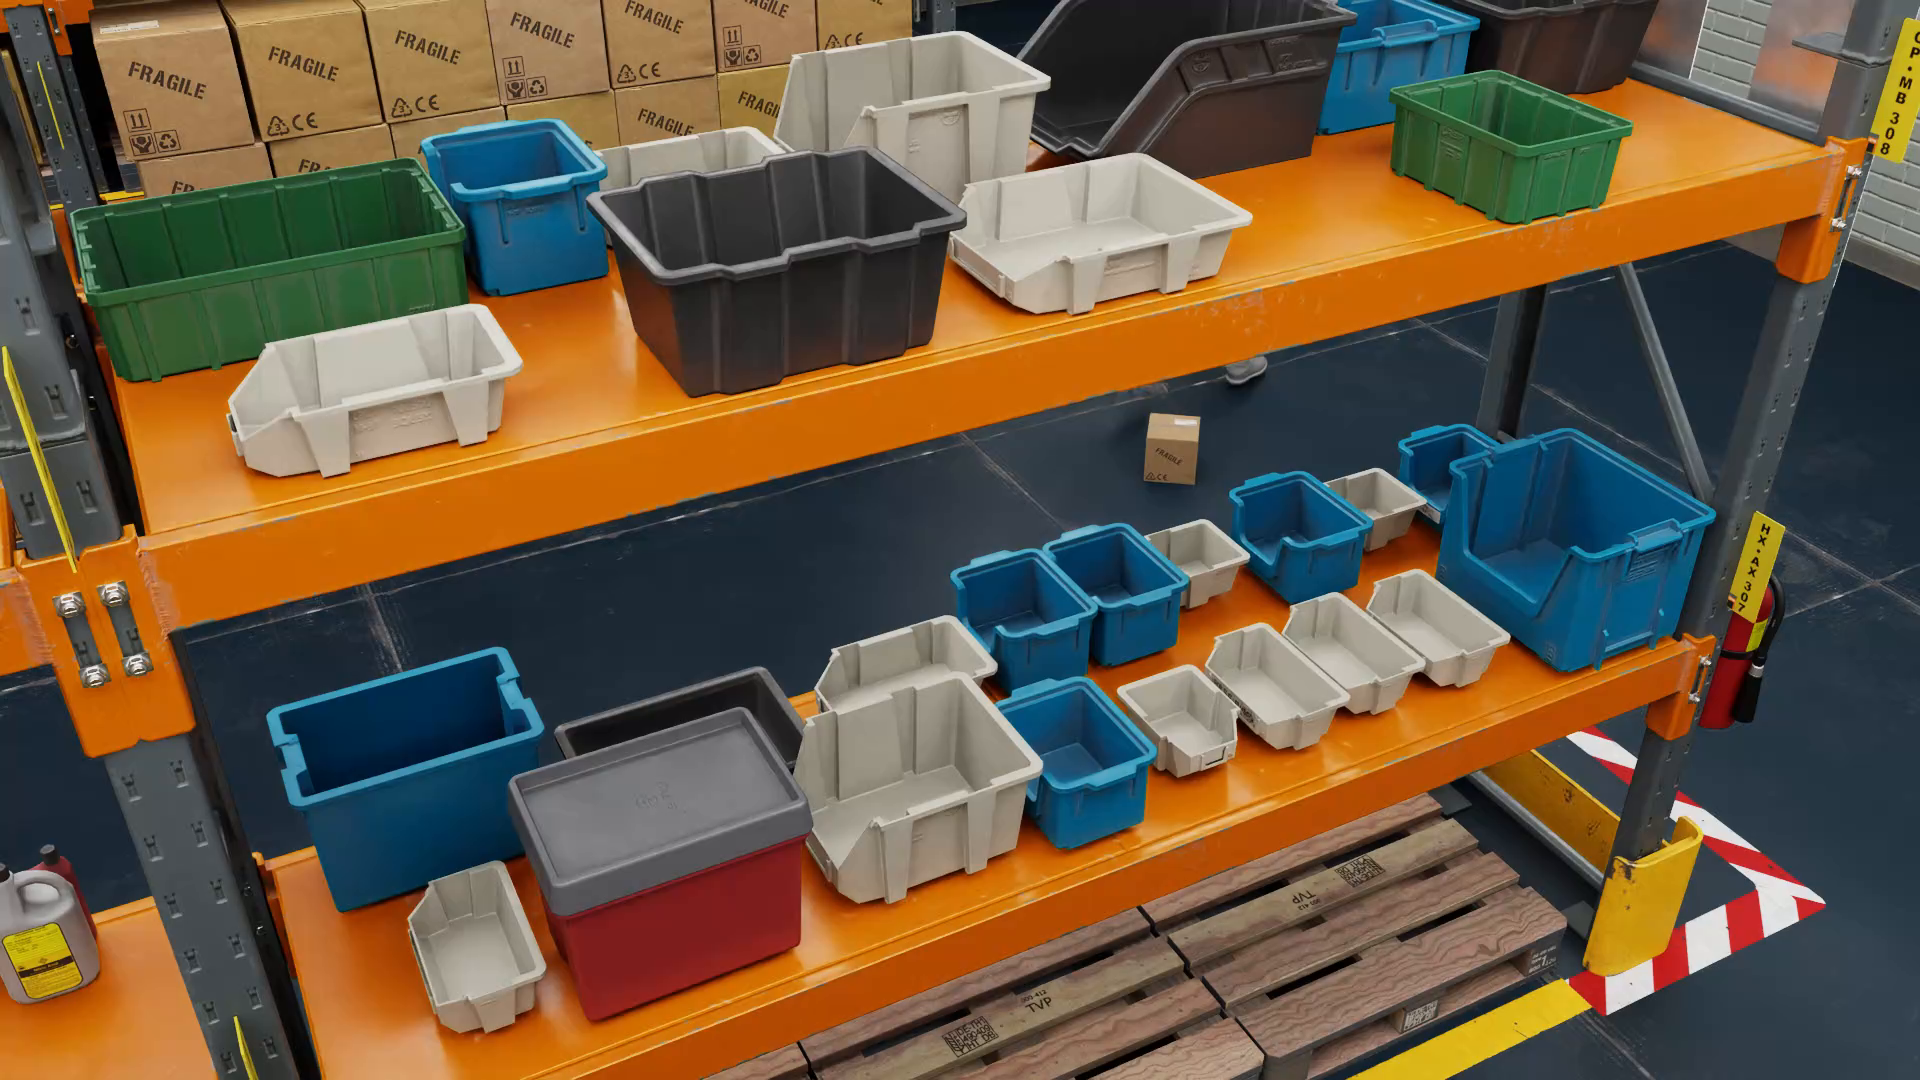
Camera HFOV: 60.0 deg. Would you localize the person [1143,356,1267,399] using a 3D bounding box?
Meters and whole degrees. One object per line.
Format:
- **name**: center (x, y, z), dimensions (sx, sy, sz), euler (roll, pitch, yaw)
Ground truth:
- **person**: center (1.325, -1.528, 8.475), dimensions (0.538, 1.709, 0.906), euler (23, 39, 31)
